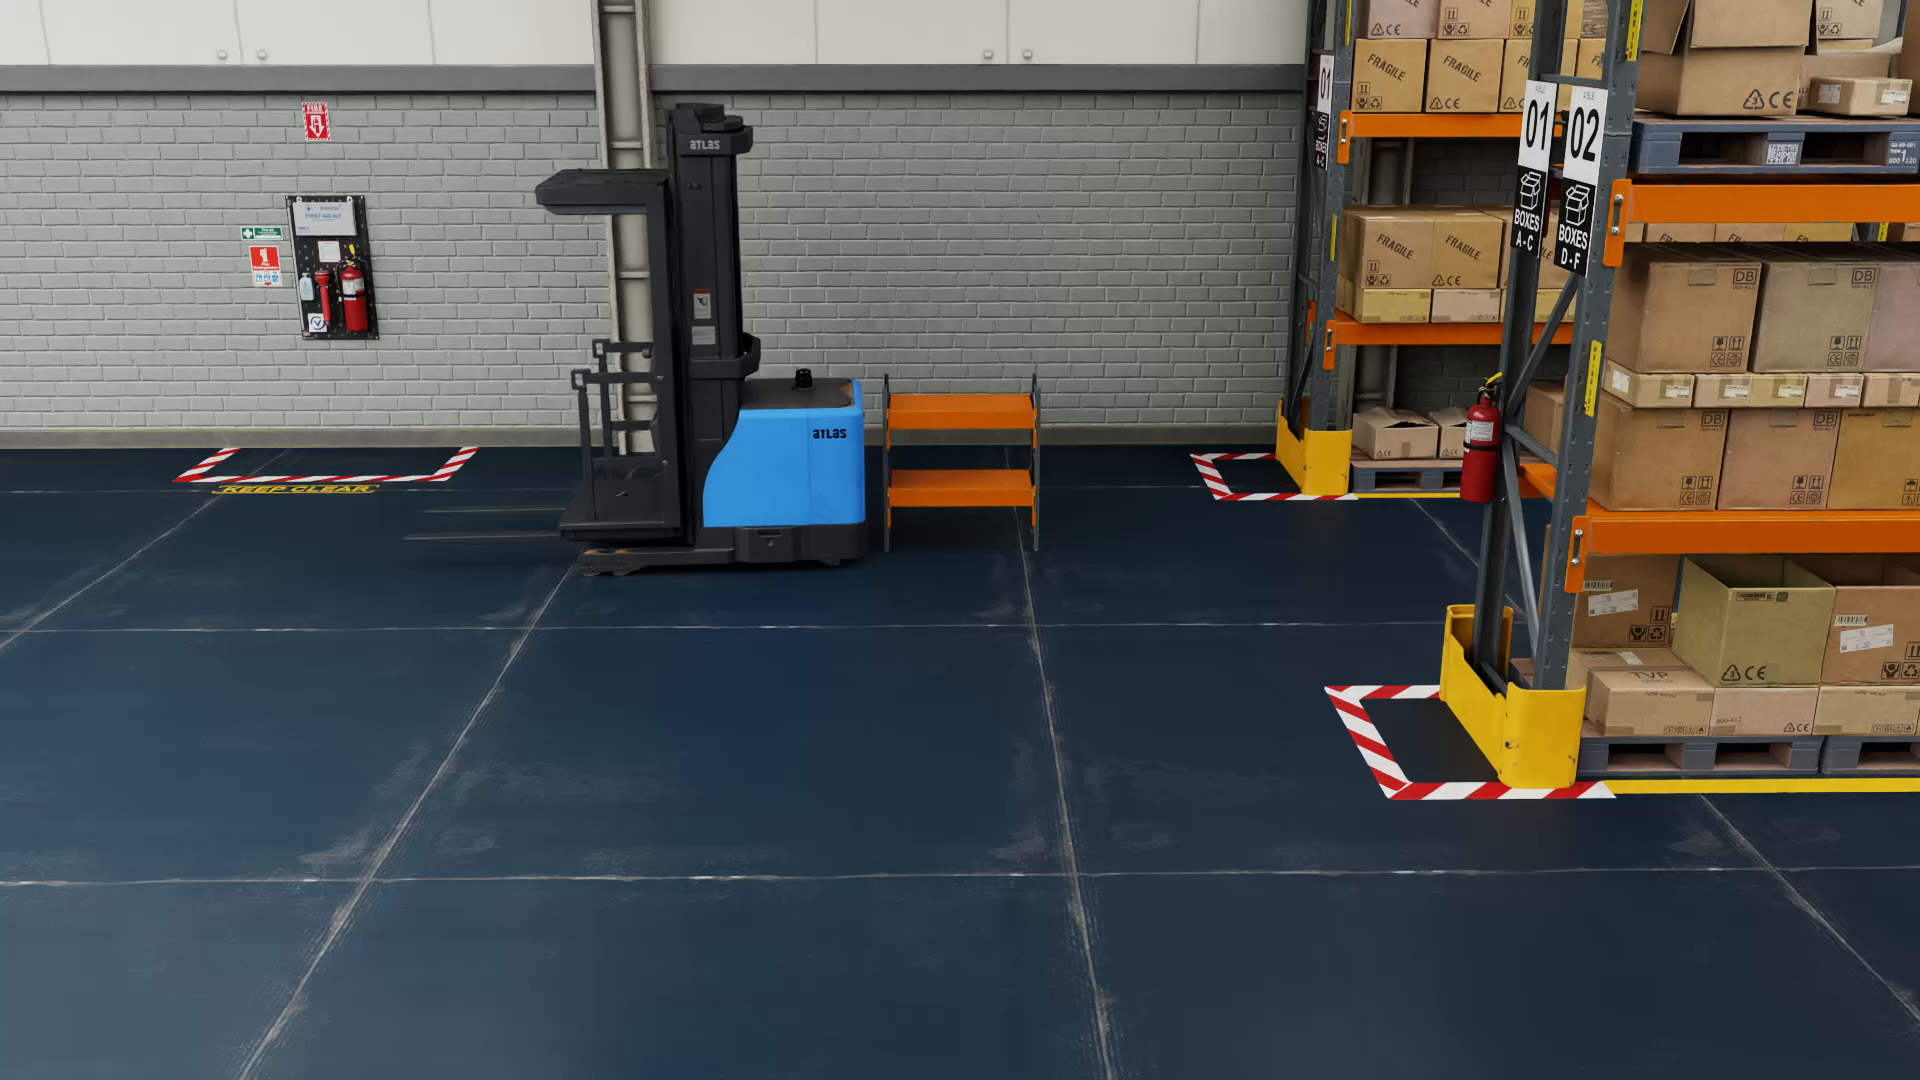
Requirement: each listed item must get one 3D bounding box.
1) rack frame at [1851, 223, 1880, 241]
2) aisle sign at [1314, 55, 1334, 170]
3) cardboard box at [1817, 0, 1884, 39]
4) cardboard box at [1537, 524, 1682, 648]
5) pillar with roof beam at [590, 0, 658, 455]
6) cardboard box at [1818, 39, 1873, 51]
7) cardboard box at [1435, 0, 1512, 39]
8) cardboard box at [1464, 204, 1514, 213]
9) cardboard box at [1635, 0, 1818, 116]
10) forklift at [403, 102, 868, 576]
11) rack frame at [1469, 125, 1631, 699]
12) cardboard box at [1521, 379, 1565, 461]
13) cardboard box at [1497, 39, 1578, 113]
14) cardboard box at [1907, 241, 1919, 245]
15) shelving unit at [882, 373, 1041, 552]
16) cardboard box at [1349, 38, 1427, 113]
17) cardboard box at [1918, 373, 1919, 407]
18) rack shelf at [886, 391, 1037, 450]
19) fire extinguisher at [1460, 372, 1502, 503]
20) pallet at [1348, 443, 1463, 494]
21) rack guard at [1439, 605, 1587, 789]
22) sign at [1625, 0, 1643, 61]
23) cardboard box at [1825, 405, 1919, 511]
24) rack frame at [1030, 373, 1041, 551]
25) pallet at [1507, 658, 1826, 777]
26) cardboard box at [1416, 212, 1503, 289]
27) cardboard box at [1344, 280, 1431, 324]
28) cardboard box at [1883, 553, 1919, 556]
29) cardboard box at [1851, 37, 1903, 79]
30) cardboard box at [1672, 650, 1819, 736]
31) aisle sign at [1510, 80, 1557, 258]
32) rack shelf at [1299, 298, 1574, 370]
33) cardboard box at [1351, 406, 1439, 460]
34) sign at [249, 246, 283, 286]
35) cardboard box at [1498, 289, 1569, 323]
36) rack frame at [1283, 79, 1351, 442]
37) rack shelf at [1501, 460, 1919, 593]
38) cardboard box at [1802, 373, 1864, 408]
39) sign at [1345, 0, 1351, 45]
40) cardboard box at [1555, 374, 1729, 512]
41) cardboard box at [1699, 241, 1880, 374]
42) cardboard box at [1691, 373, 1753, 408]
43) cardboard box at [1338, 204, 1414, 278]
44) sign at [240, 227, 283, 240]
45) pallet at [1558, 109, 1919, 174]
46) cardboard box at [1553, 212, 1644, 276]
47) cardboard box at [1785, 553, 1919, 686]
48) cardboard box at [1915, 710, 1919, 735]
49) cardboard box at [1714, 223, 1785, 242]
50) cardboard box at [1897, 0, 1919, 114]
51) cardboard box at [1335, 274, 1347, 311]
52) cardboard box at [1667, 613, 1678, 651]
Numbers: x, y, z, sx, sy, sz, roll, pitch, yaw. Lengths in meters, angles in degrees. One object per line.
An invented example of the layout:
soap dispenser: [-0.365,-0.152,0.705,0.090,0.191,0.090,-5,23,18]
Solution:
rack frame: [6.693,-1.962,12.752,0.127,3.000,1.000,0,18,-1]
aisle sign: [2.626,-3.088,12.008,0.004,0.787,0.394,0,18,-1]
cardboard box: [6.196,-3.838,11.857,0.500,0.500,0.500,-2,18,-6]
cardboard box: [3.307,0.229,8.508,0.500,0.500,0.500,0,18,-1]
pillar with roof beam: [-2.551,-3.723,8.420,0.400,9.000,9.100,0,18,-1]
cardboard box: [6.190,-3.369,12.032,0.500,0.500,0.500,0,18,1]
cardboard box: [3.585,-3.818,11.796,0.500,0.500,0.500,0,18,-1]
cardboard box: [4.182,-2.308,12.816,0.500,0.500,0.500,-1,18,-2]
cardboard box: [3.350,-2.175,7.420,0.637,0.503,0.797,1,18,3]
forklift: [-2.153,-1.328,10.890,3.031,2.935,1.130,-1,18,-4]
rack frame: [2.776,-0.429,7.975,0.127,3.000,1.000,0,18,-1]
cardboard box: [4.691,-0.928,12.903,0.500,0.500,0.700,-1,18,-4]
cardboard box: [4.089,-3.348,11.968,0.500,0.500,0.500,1,18,2]
cardboard box: [4.826,-1.103,7.787,0.500,0.500,0.700,0,18,-1]
shelving unit: [0.007,-0.536,11.376,1.048,1.125,0.538,0,18,-1]
cardboard box: [3.032,-3.353,11.982,0.500,0.500,0.500,0,18,1]
cardboard box: [4.459,-0.729,7.683,0.250,0.149,0.380,-1,18,-2]
rack shelf: [0.007,-0.814,11.286,1.000,0.278,0.538,0,18,-1]
fire extinguisher: [2.650,-0.534,8.428,0.183,0.674,0.296,0,18,-1]
pallet: [3.582,-0.608,13.097,1.213,0.211,1.003,0,18,-1]
rack guard: [2.752,0.761,8.357,0.348,0.500,1.175,0,18,-1]
sign: [2.778,-2.142,6.843,0.005,0.325,0.100,0,18,-1]
cardboard box: [4.264,-0.480,7.969,0.500,0.500,0.700,0,18,0]
rack frame: [0.515,-0.538,11.384,0.032,1.125,0.500,0,18,-1]
pallet: [3.540,0.882,8.453,1.213,0.211,1.003,0,18,-1]
cardboard box: [3.670,-2.147,12.316,0.500,0.500,0.500,0,18,-1]
cardboard box: [3.187,-1.786,12.416,0.500,0.250,0.500,-1,18,-2]
cardboard box: [4.807,0.218,8.543,0.500,0.500,0.500,0,18,-1]
cardboard box: [4.479,-2.171,7.722,0.500,0.311,0.500,2,18,6]
cardboard box: [3.815,0.742,8.138,0.500,0.250,0.500,0,18,-1]
aisle sign: [2.705,-1.757,7.857,0.004,0.787,0.394,0,18,-1]
rack shelf: [4.693,-1.609,12.831,4.000,0.370,1.077,0,18,-1]
cardboard box: [3.387,-0.847,12.960,0.500,0.311,0.500,-2,18,-7]
sign: [-5.645,-2.226,13.519,0.234,0.329,0.001,0,18,-1]
cardboard box: [4.215,-1.793,12.440,0.500,0.250,0.500,-1,18,-2]
rack frame: [2.694,-1.942,12.692,0.127,3.000,1.000,0,18,-1]
rack shelf: [4.775,-0.096,8.115,4.000,0.370,1.077,0,18,-1]
cardboard box: [3.937,-0.725,7.672,0.250,0.149,0.380,-1,18,-2]
sign: [2.702,-3.621,11.583,0.005,0.325,0.100,0,18,-1]
cardboard box: [3.243,-0.475,7.955,0.500,0.500,0.700,0,18,-1]
cardboard box: [3.821,-1.097,7.771,0.500,0.500,0.700,-1,18,-2]
cardboard box: [3.435,-0.724,7.668,0.250,0.149,0.380,-1,18,-2]
cardboard box: [3.162,-2.305,12.806,0.500,0.500,0.500,0,18,-1]
sign: [-5.641,-2.476,13.430,0.331,0.109,0.001,0,18,-1]
pallet: [3.483,-1.811,7.517,1.213,0.211,1.003,0,18,-1]
cardboard box: [4.703,-2.154,12.337,0.500,0.500,0.500,0,18,1]
cardboard box: [4.315,0.379,8.042,0.500,0.500,0.500,0,18,-1]
cardboard box: [4.815,0.739,8.148,0.500,0.250,0.500,0,18,-1]
cardboard box: [5.726,-2.156,12.342,0.500,0.500,0.500,0,18,-1]
cardboard box: [4.440,-2.096,7.181,0.500,0.500,0.500,0,18,-1]
cardboard box: [3.158,-1.942,12.903,0.500,0.250,0.500,0,18,0]
cardboard box: [3.807,0.581,8.639,0.500,0.250,0.500,0,18,-1]
